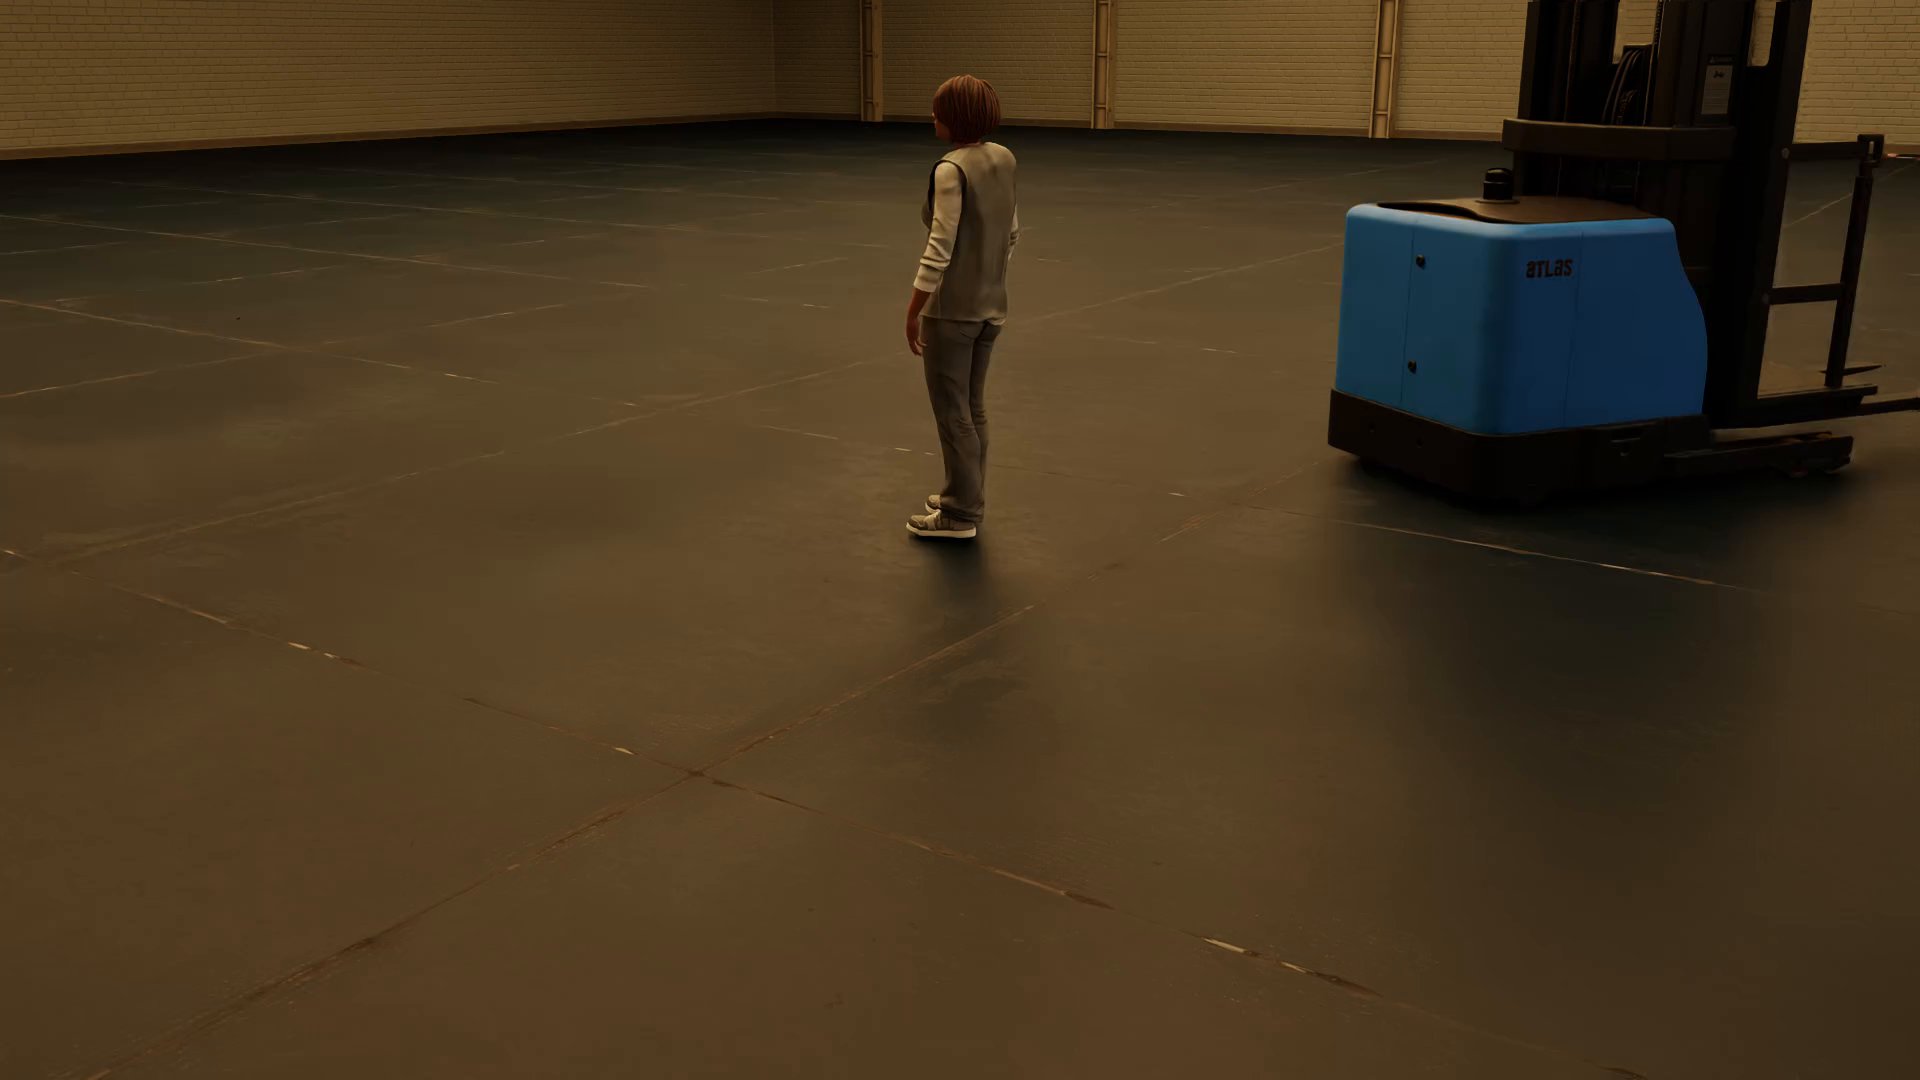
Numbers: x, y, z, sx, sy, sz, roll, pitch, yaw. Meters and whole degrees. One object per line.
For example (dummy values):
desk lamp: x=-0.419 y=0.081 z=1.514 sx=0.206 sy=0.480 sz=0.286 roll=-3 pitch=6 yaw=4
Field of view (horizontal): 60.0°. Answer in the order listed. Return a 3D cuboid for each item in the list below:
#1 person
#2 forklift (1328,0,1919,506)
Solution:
person: x=-0.054 y=-0.787 z=5.769 sx=0.473 sy=1.599 sz=0.521 roll=11 pitch=20 yaw=33
forklift: x=3.128 y=-1.787 z=6.809 sx=3.031 sy=2.935 sz=1.130 roll=-7 pitch=18 yaw=-22
